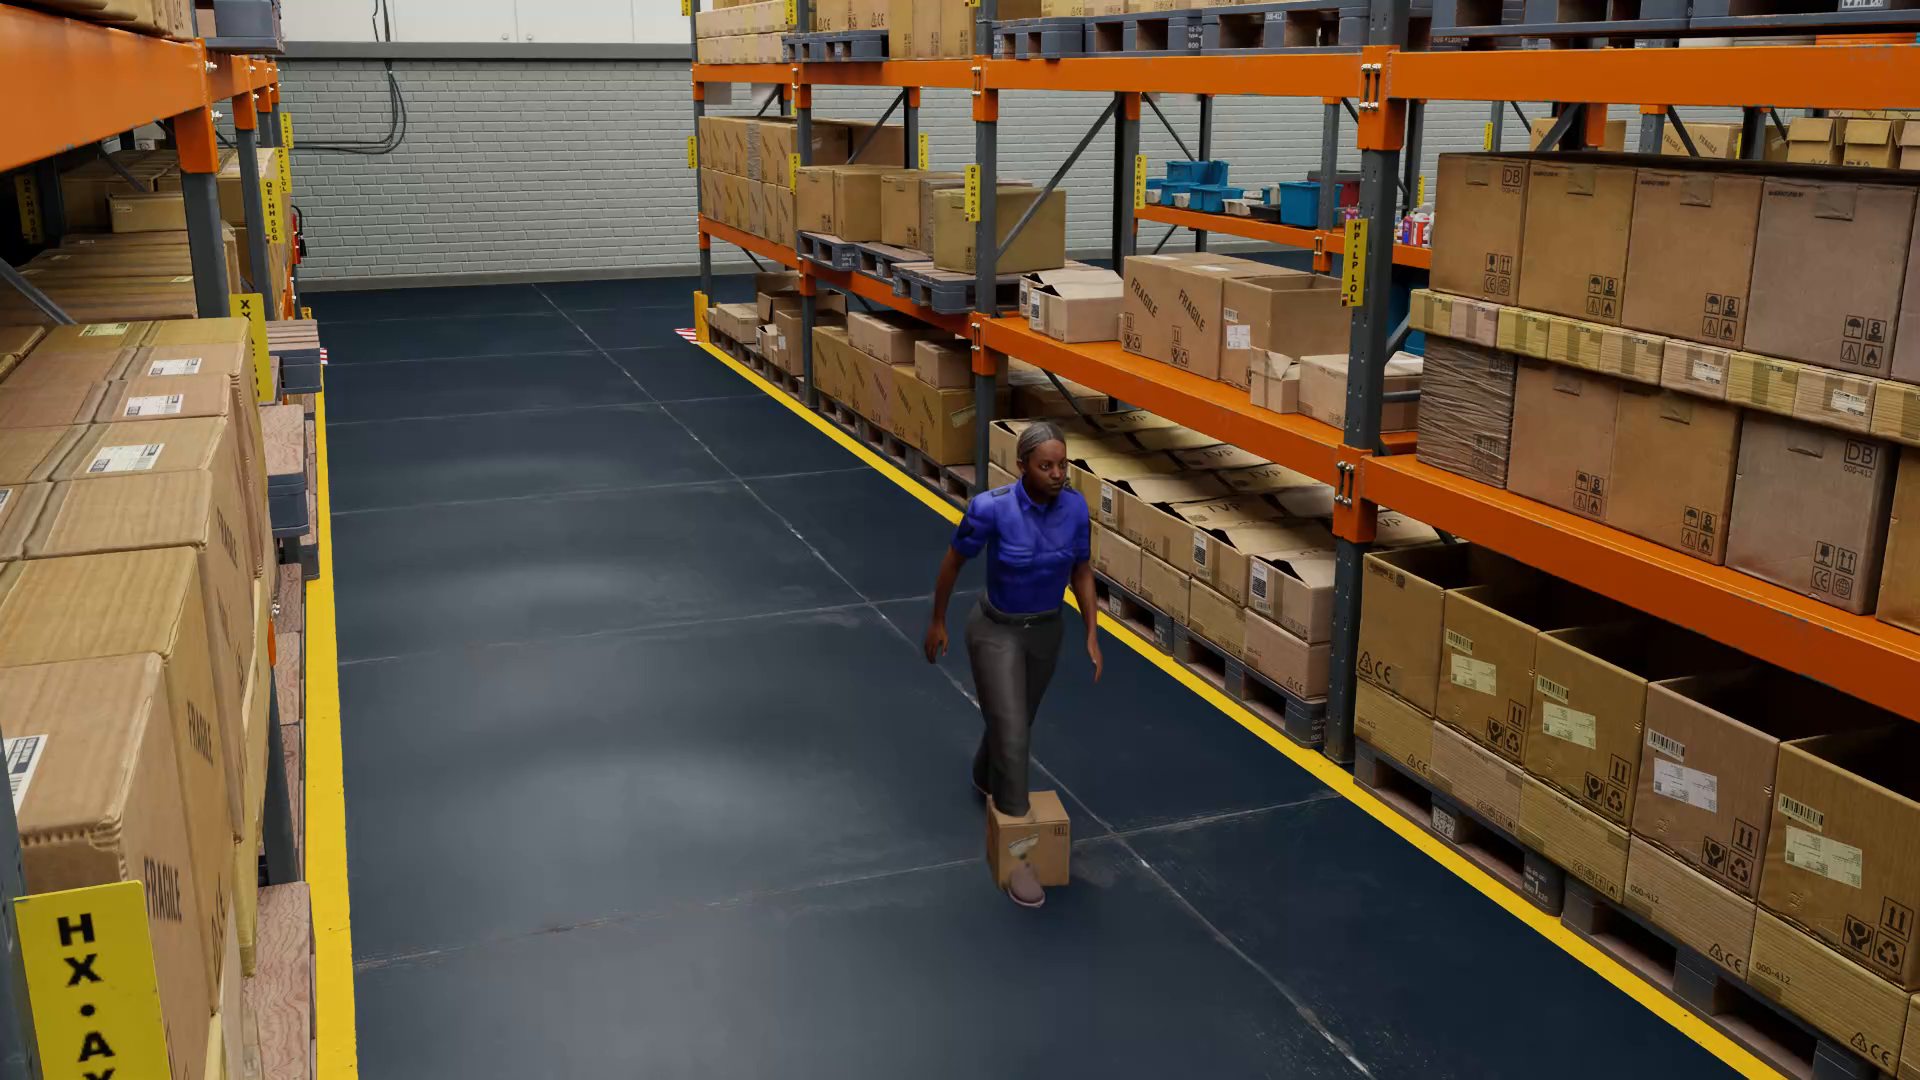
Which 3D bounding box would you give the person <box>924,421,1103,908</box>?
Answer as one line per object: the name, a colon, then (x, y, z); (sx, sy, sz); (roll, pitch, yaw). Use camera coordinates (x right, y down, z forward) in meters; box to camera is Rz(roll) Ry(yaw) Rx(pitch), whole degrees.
person: (0.200, 0.352, 5.901); (0.552, 1.606, 0.927); (-8, 18, -26)
